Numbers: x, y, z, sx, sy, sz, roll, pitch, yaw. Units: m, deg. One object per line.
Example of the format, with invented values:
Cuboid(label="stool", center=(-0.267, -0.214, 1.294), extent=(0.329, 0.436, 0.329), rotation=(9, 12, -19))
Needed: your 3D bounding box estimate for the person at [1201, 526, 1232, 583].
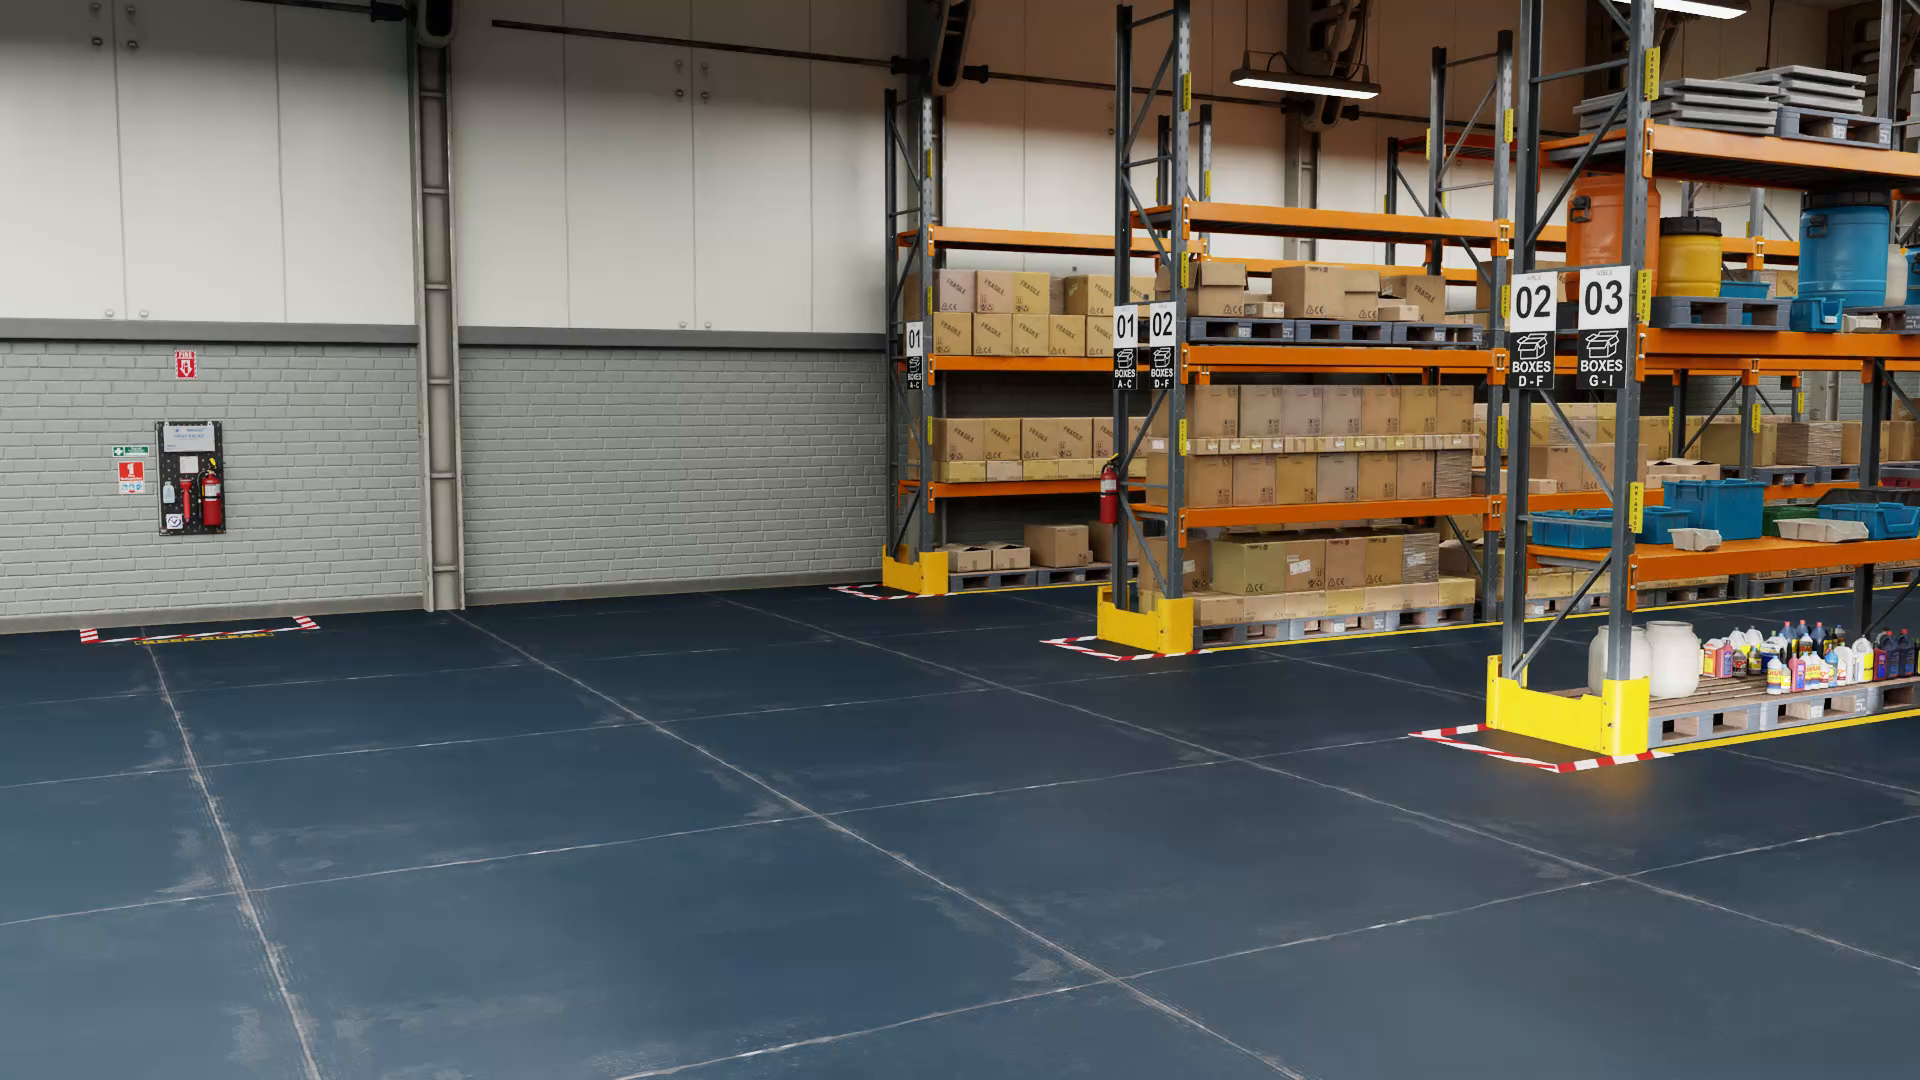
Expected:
Cuboid(label="person", center=(2.977, -0.162, 19.150), extent=(0.484, 1.733, 0.479), rotation=(-1, 5, -12))
